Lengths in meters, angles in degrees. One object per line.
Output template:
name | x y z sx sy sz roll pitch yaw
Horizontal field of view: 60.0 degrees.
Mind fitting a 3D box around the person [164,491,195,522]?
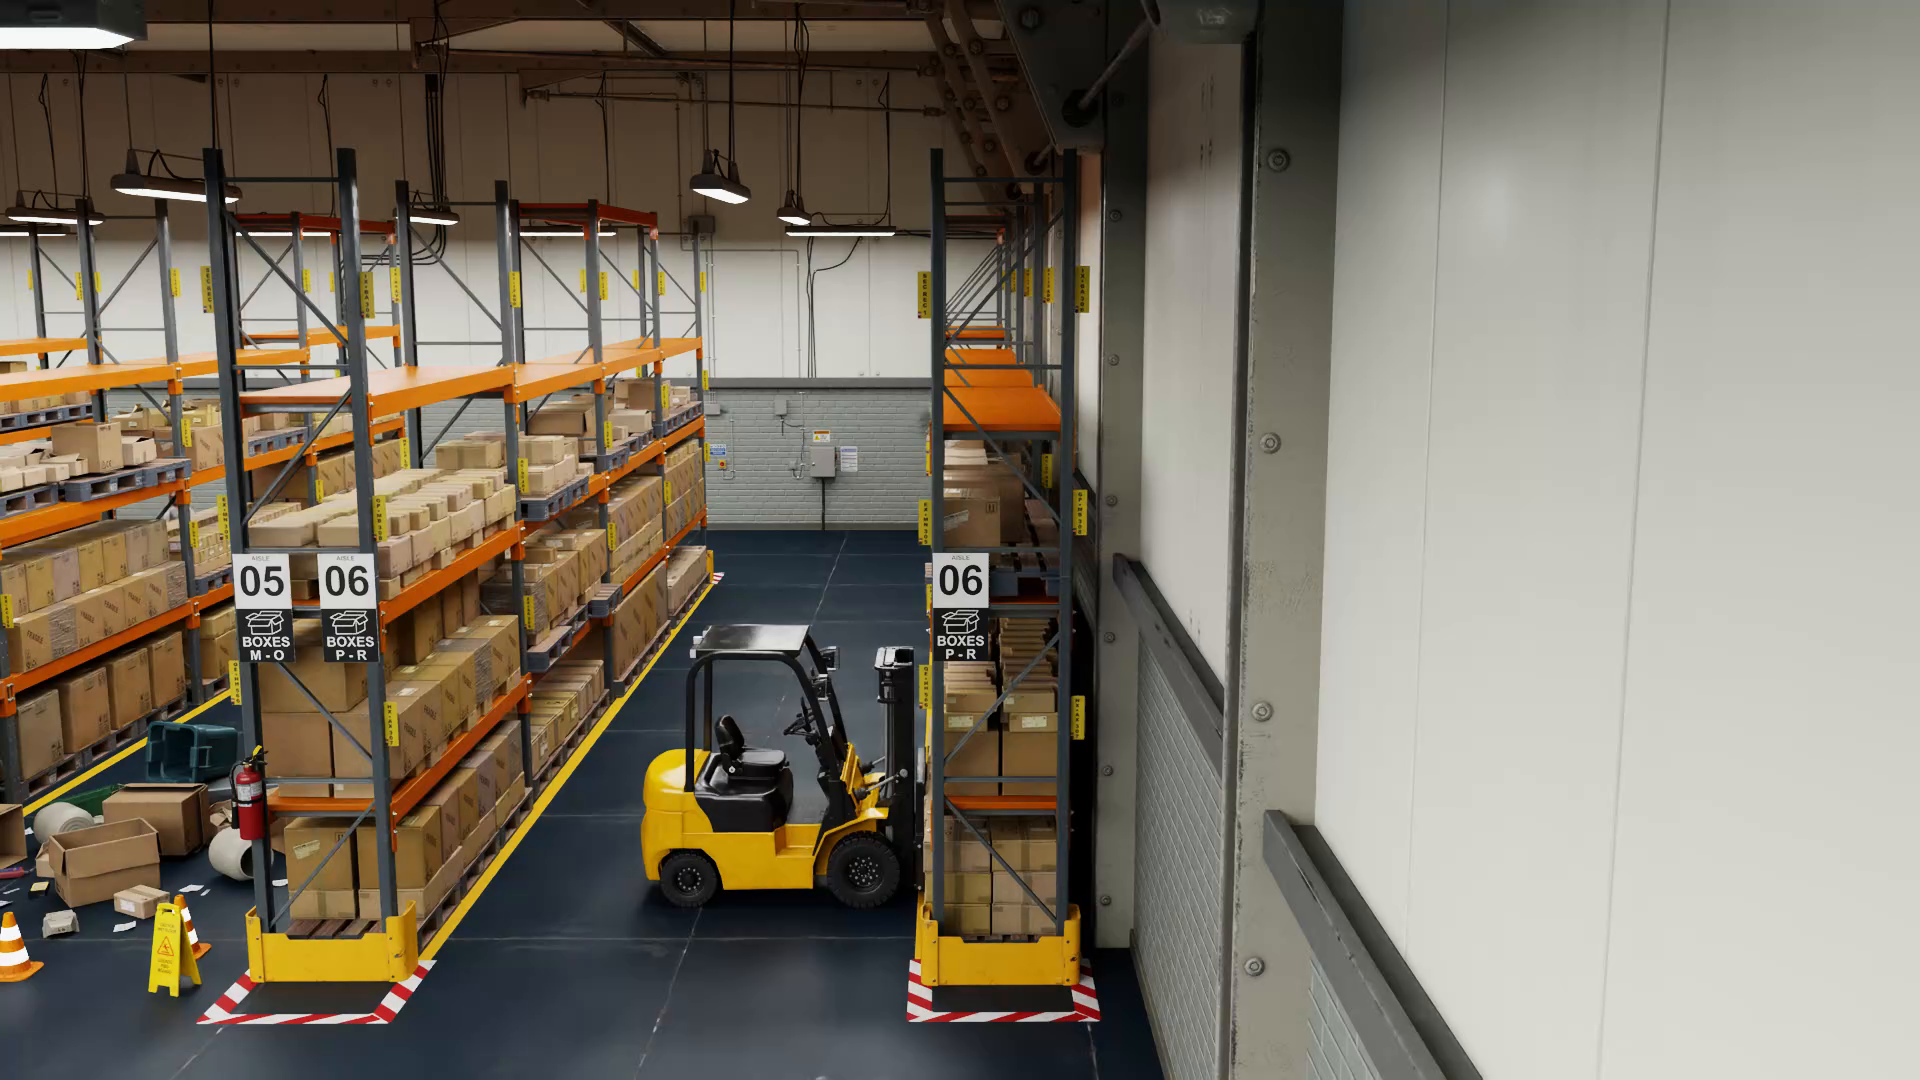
person | -13.032 -0.064 27.924 0.578 1.563 0.579 -5 11 -30
